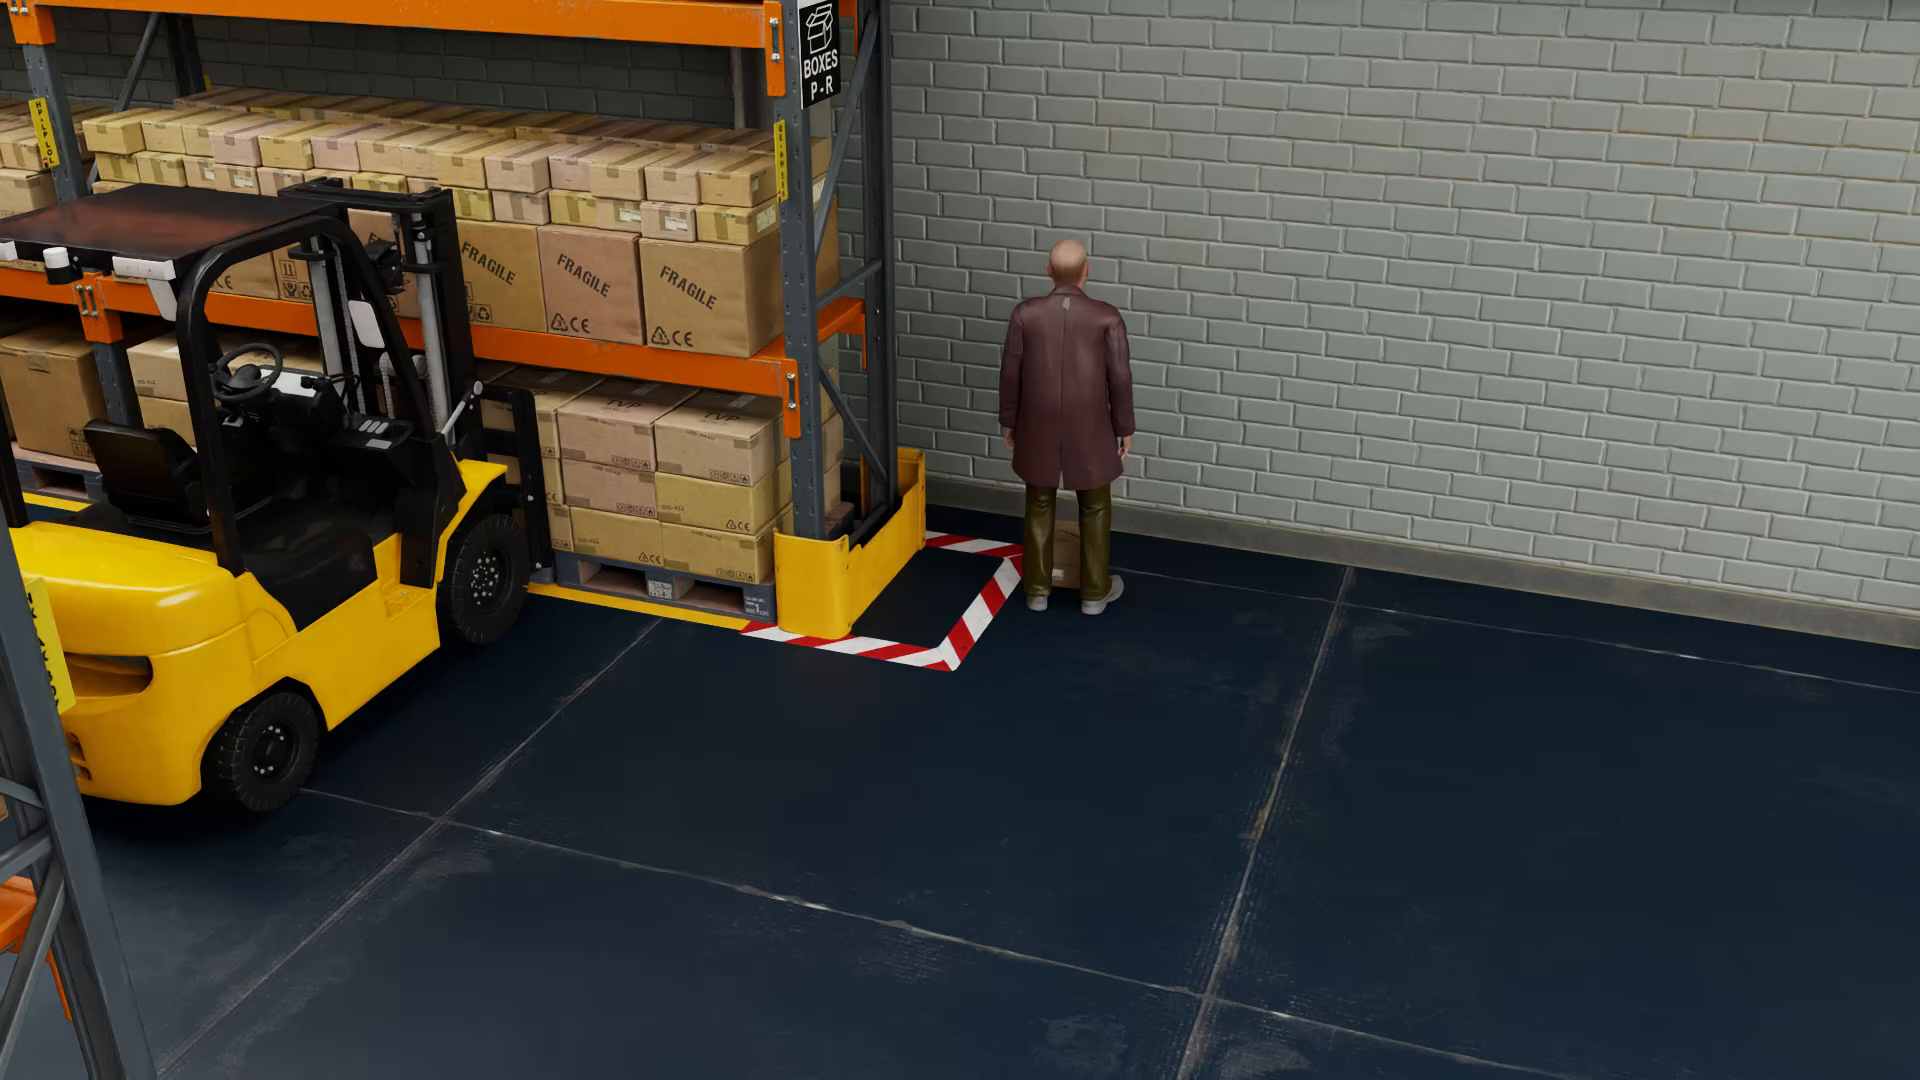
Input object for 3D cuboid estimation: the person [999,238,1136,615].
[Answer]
[{"bbox_3d":[0.492,-0.456,7.732,0.642,1.650,0.424,5,26,11],"label":"person"}]
